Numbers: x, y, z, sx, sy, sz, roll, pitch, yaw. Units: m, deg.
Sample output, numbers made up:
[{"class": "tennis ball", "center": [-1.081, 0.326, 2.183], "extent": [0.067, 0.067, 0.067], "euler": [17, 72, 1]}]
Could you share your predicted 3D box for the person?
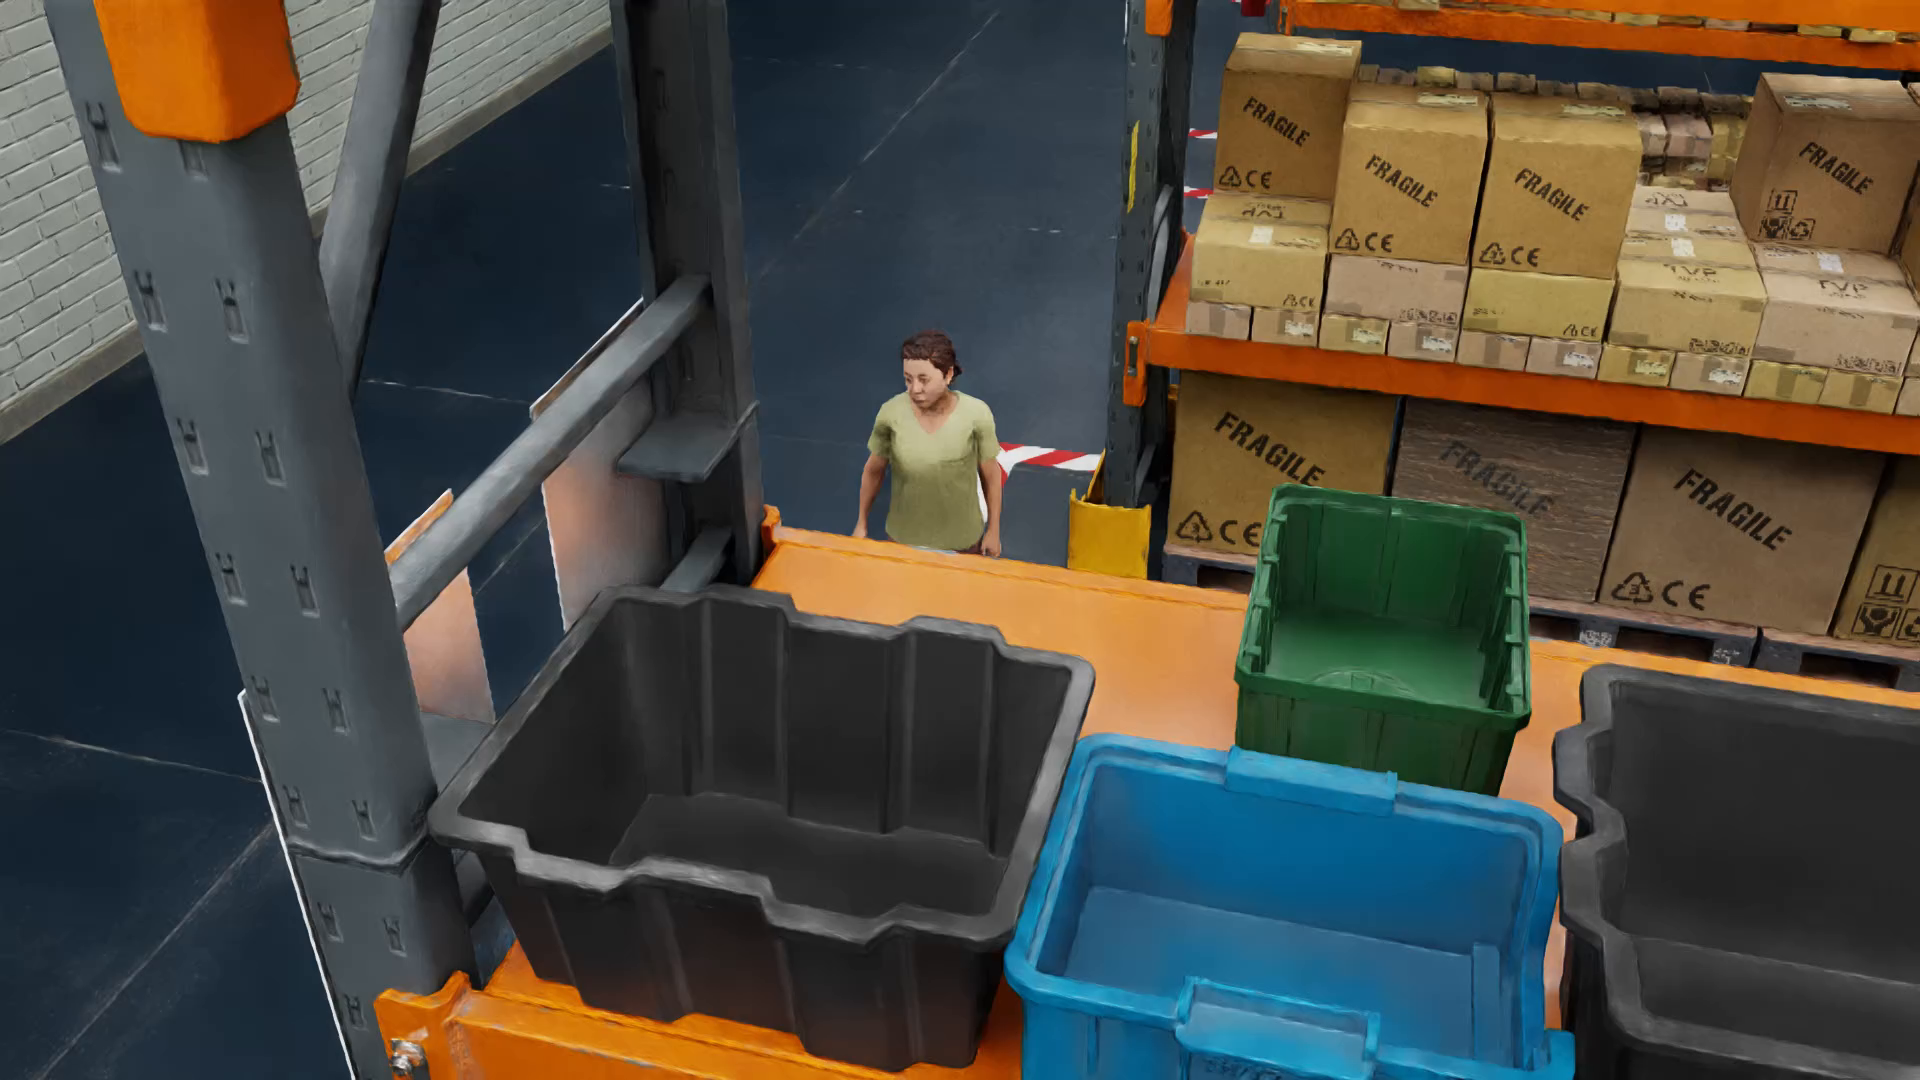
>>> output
[{"class": "person", "center": [-0.119, 0.004, 6.116], "extent": [0.576, 1.665, 0.623], "euler": [0, 33, 0]}]
